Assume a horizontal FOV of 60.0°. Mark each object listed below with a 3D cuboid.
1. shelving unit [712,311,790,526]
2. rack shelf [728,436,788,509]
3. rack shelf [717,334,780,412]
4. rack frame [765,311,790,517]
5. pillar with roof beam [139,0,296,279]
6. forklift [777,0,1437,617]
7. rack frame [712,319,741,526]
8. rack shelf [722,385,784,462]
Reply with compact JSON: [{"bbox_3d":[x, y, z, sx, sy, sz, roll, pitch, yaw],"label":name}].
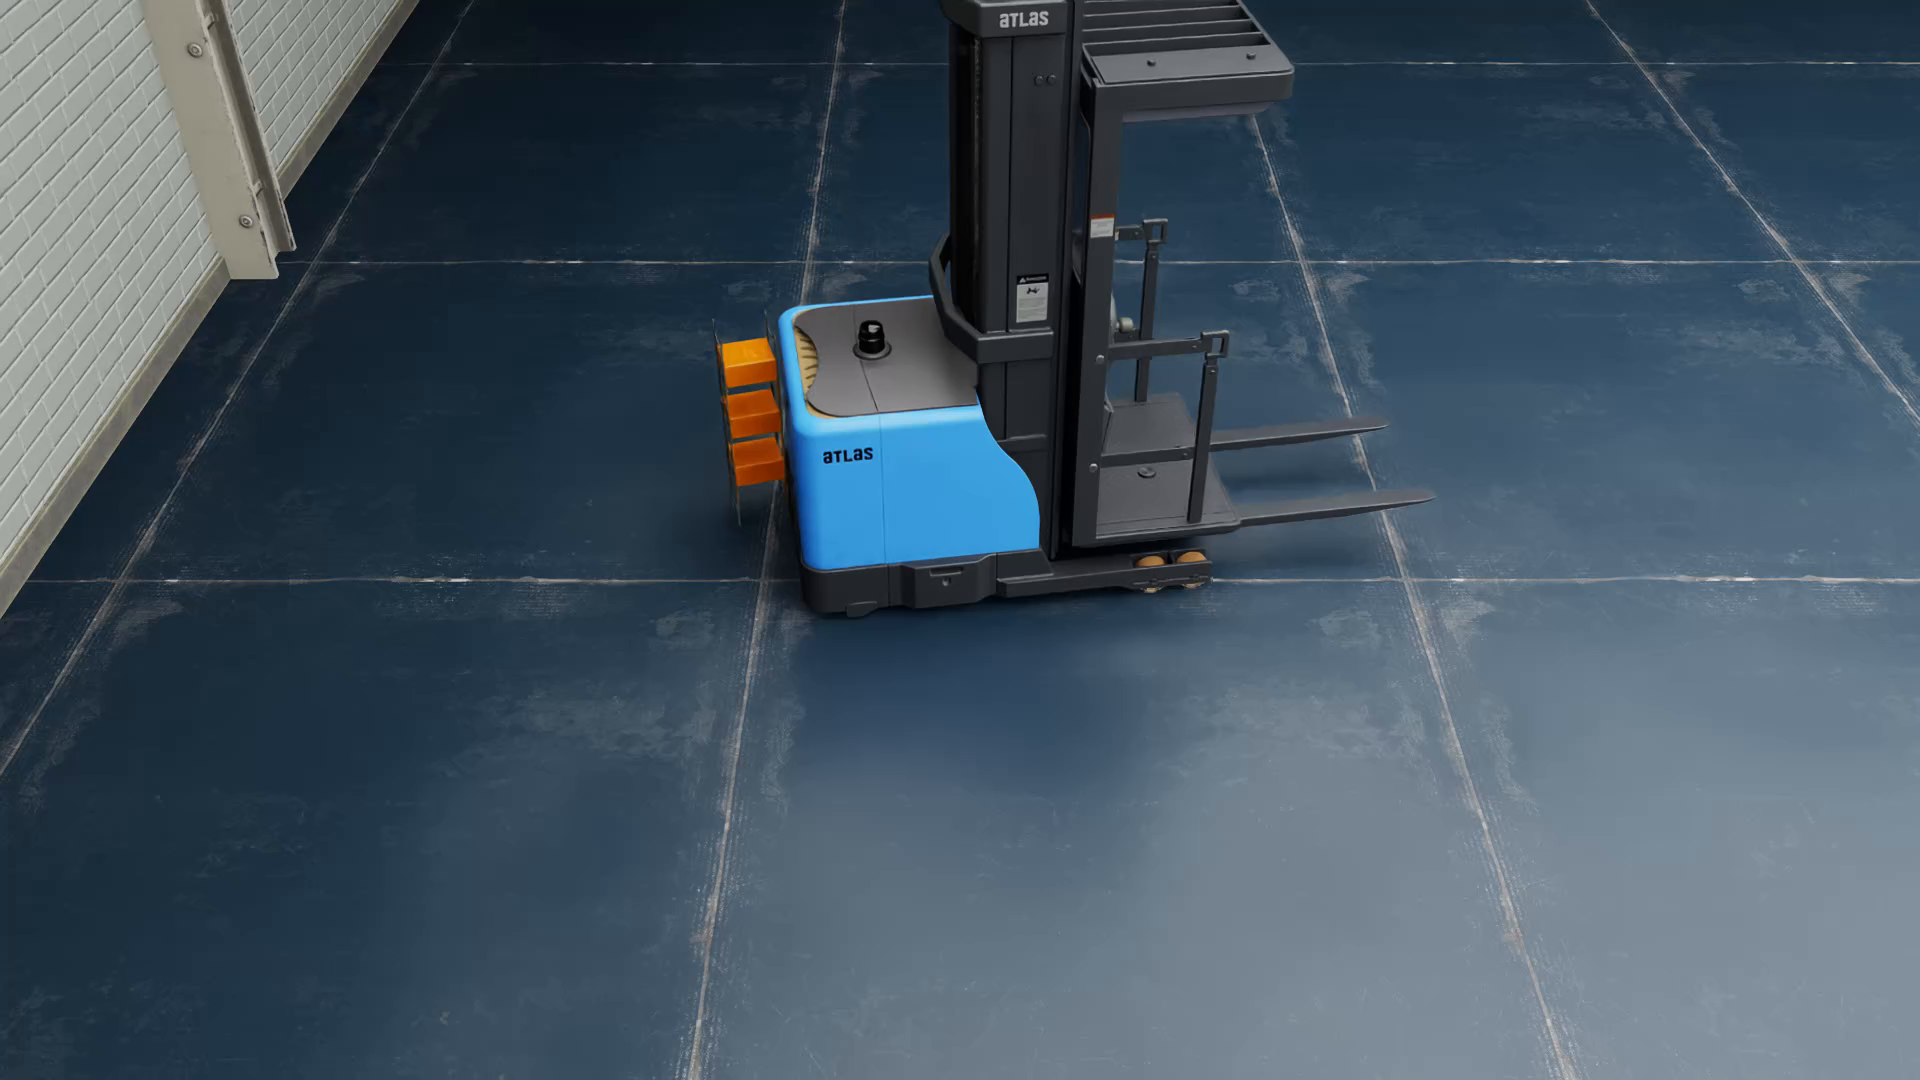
[{"bbox_3d":[-0.980,-0.559,7.853,0.252,1.050,0.215,-11,40,-13],"label":"shelving unit"},{"bbox_3d":[-0.980,-0.334,8.034,0.240,0.259,0.215,-11,40,-13],"label":"rack shelf"},{"bbox_3d":[-0.980,-0.772,7.682,0.240,0.259,0.215,-11,40,-13],"label":"rack shelf"},{"bbox_3d":[-0.863,-0.581,7.881,0.008,1.050,0.200,-11,40,-13],"label":"rack frame"},{"bbox_3d":[0.062,-5.200,7.288,9.100,9.000,0.400,0,39,0],"label":"pillar with roof beam"},{"bbox_3d":[0.717,-1.226,7.182,3.031,2.935,1.130,-6,39,-7],"label":"forklift"},{"bbox_3d":[-1.096,-0.537,7.826,0.008,1.050,0.200,-11,40,-13],"label":"rack frame"},{"bbox_3d":[-0.980,-0.550,7.860,0.240,0.259,0.215,-11,40,-13],"label":"rack shelf"}]
